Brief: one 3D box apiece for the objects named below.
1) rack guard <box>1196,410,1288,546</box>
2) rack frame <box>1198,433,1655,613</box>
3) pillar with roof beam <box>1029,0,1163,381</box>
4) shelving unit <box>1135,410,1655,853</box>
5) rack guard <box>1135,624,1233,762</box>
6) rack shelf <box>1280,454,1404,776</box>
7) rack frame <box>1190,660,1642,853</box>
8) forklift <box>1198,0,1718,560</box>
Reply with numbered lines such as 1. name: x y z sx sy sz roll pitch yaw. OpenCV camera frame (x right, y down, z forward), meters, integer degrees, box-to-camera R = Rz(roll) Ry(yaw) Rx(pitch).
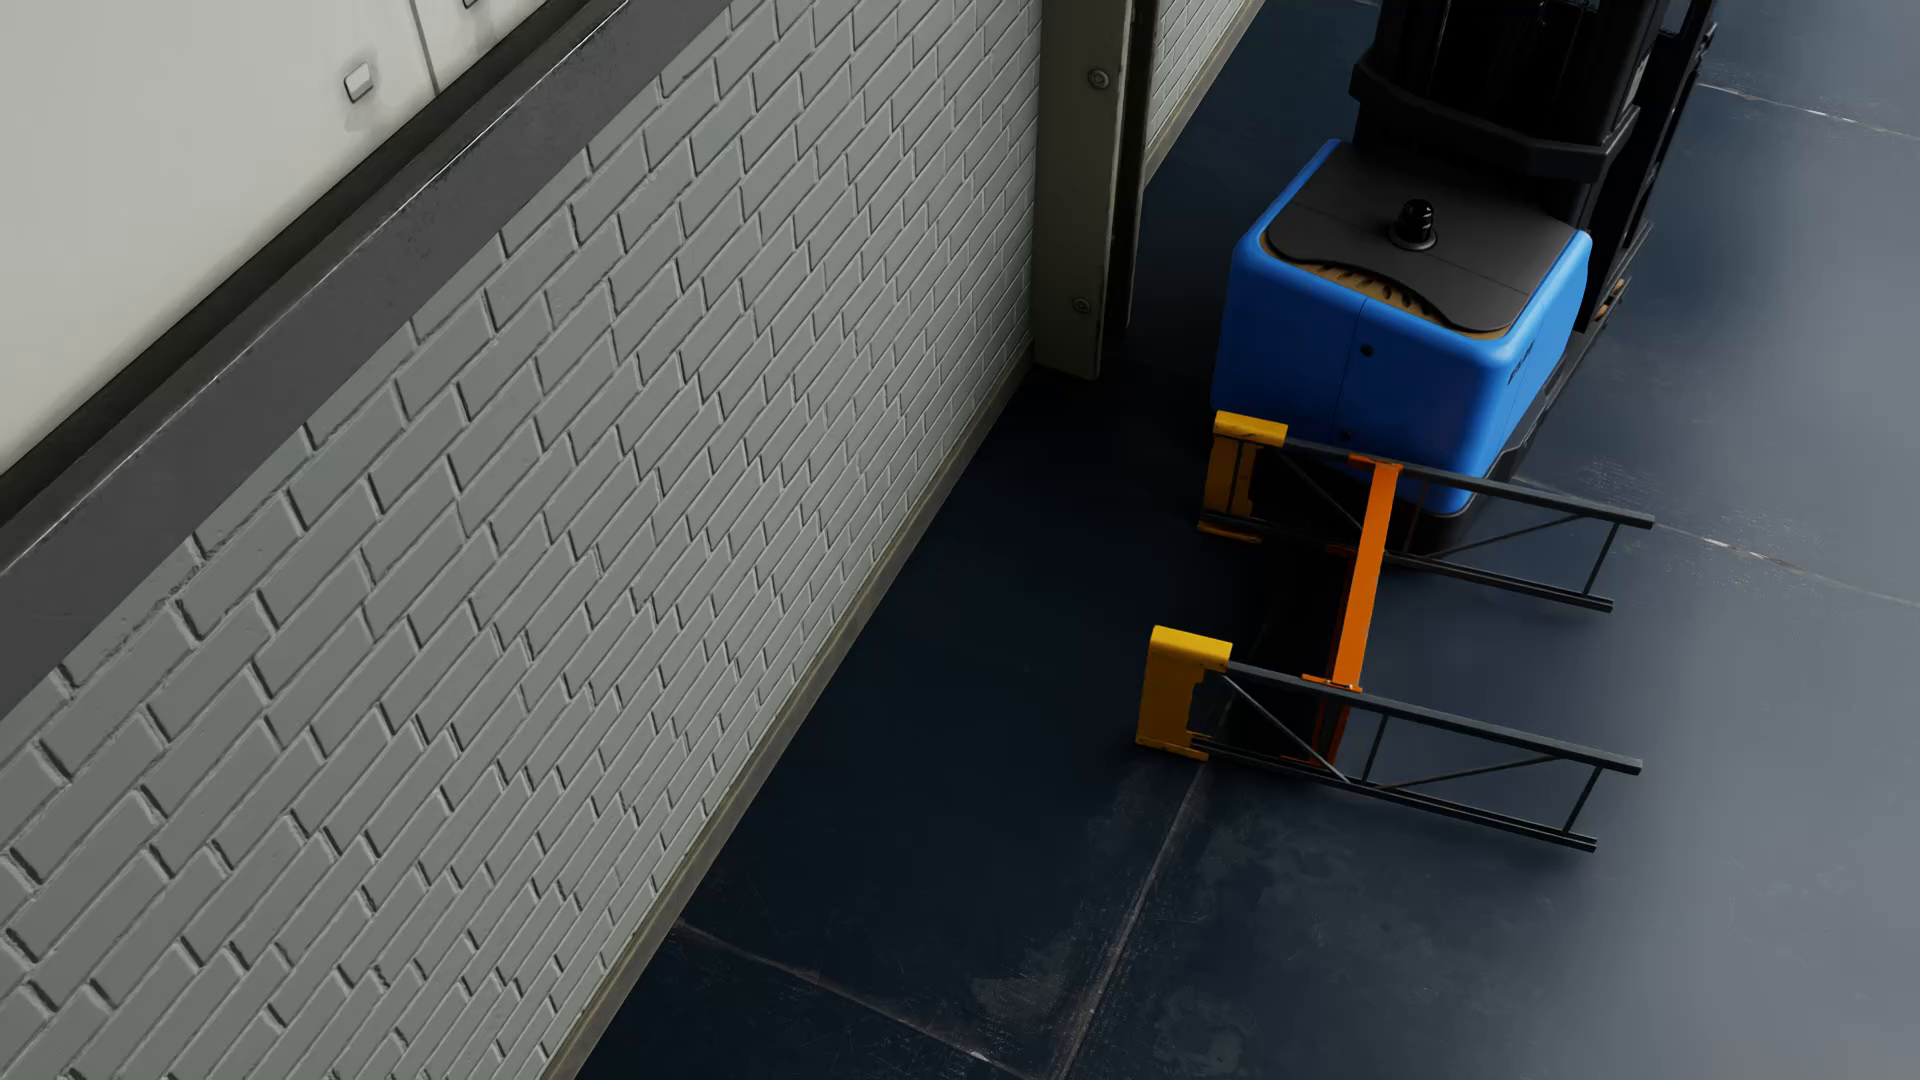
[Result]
1. rack guard: 1.018 -0.219 6.034 0.250 0.587 0.087 13 51 11
2. rack frame: 1.615 -0.079 5.915 1.500 0.500 0.032 13 51 11
3. pillar with roof beam: 4.388 -2.351 2.342 9.100 9.000 0.400 20 52 16
4. shelving unit: 1.468 0.284 5.606 1.500 0.587 1.083 13 51 11
5. rack guard: 0.723 0.506 5.417 0.250 0.587 0.087 13 51 11
6. rack shelf: 1.293 0.250 5.634 0.185 0.538 1.000 13 51 11
7. rack frame: 1.314 0.661 5.285 1.500 0.500 0.032 13 51 11
8. forklift: 2.173 -1.974 6.005 1.130 2.935 3.031 27 55 21
